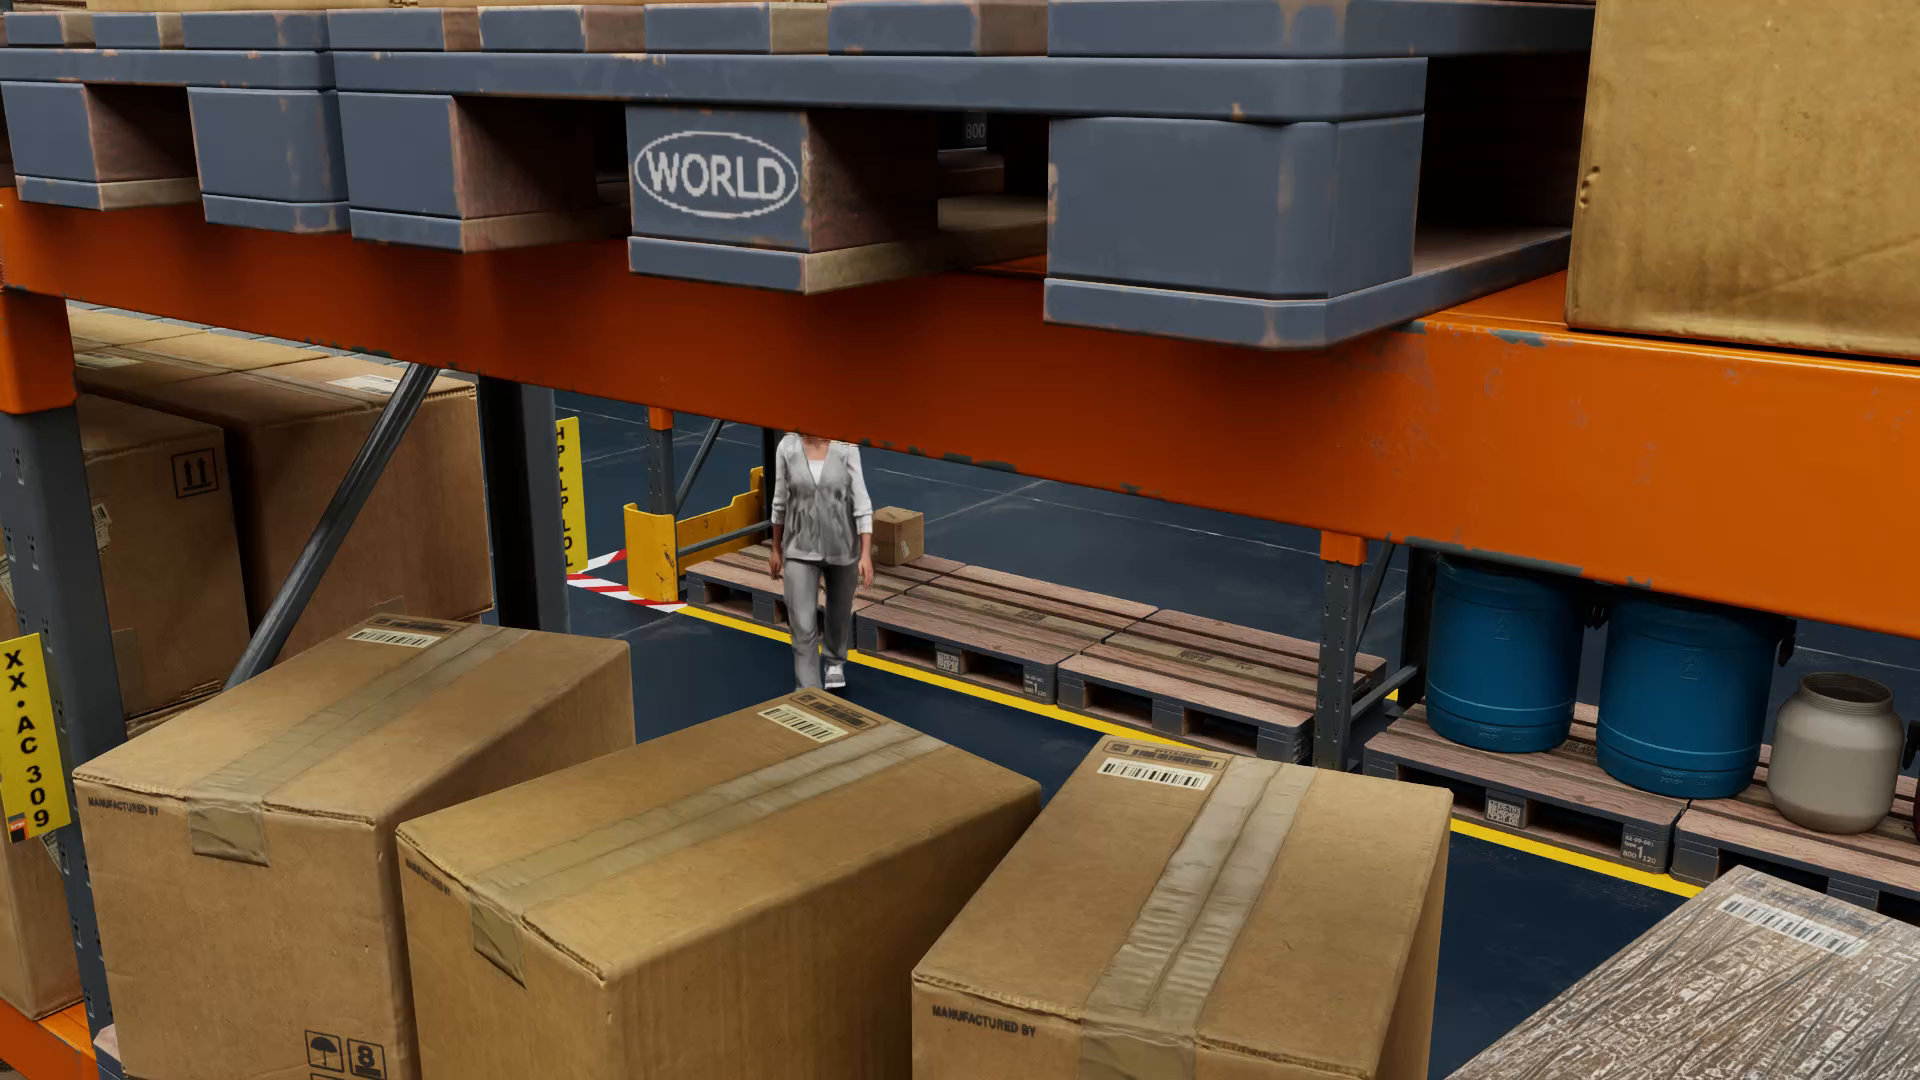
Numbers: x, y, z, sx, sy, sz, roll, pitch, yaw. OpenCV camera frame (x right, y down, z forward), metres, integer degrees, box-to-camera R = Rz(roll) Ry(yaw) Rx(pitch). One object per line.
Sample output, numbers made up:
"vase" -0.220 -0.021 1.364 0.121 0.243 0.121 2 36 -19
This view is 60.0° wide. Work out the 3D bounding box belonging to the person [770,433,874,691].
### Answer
"person" -0.605 0.061 7.327 0.448 1.528 0.988 -3 17 -9
